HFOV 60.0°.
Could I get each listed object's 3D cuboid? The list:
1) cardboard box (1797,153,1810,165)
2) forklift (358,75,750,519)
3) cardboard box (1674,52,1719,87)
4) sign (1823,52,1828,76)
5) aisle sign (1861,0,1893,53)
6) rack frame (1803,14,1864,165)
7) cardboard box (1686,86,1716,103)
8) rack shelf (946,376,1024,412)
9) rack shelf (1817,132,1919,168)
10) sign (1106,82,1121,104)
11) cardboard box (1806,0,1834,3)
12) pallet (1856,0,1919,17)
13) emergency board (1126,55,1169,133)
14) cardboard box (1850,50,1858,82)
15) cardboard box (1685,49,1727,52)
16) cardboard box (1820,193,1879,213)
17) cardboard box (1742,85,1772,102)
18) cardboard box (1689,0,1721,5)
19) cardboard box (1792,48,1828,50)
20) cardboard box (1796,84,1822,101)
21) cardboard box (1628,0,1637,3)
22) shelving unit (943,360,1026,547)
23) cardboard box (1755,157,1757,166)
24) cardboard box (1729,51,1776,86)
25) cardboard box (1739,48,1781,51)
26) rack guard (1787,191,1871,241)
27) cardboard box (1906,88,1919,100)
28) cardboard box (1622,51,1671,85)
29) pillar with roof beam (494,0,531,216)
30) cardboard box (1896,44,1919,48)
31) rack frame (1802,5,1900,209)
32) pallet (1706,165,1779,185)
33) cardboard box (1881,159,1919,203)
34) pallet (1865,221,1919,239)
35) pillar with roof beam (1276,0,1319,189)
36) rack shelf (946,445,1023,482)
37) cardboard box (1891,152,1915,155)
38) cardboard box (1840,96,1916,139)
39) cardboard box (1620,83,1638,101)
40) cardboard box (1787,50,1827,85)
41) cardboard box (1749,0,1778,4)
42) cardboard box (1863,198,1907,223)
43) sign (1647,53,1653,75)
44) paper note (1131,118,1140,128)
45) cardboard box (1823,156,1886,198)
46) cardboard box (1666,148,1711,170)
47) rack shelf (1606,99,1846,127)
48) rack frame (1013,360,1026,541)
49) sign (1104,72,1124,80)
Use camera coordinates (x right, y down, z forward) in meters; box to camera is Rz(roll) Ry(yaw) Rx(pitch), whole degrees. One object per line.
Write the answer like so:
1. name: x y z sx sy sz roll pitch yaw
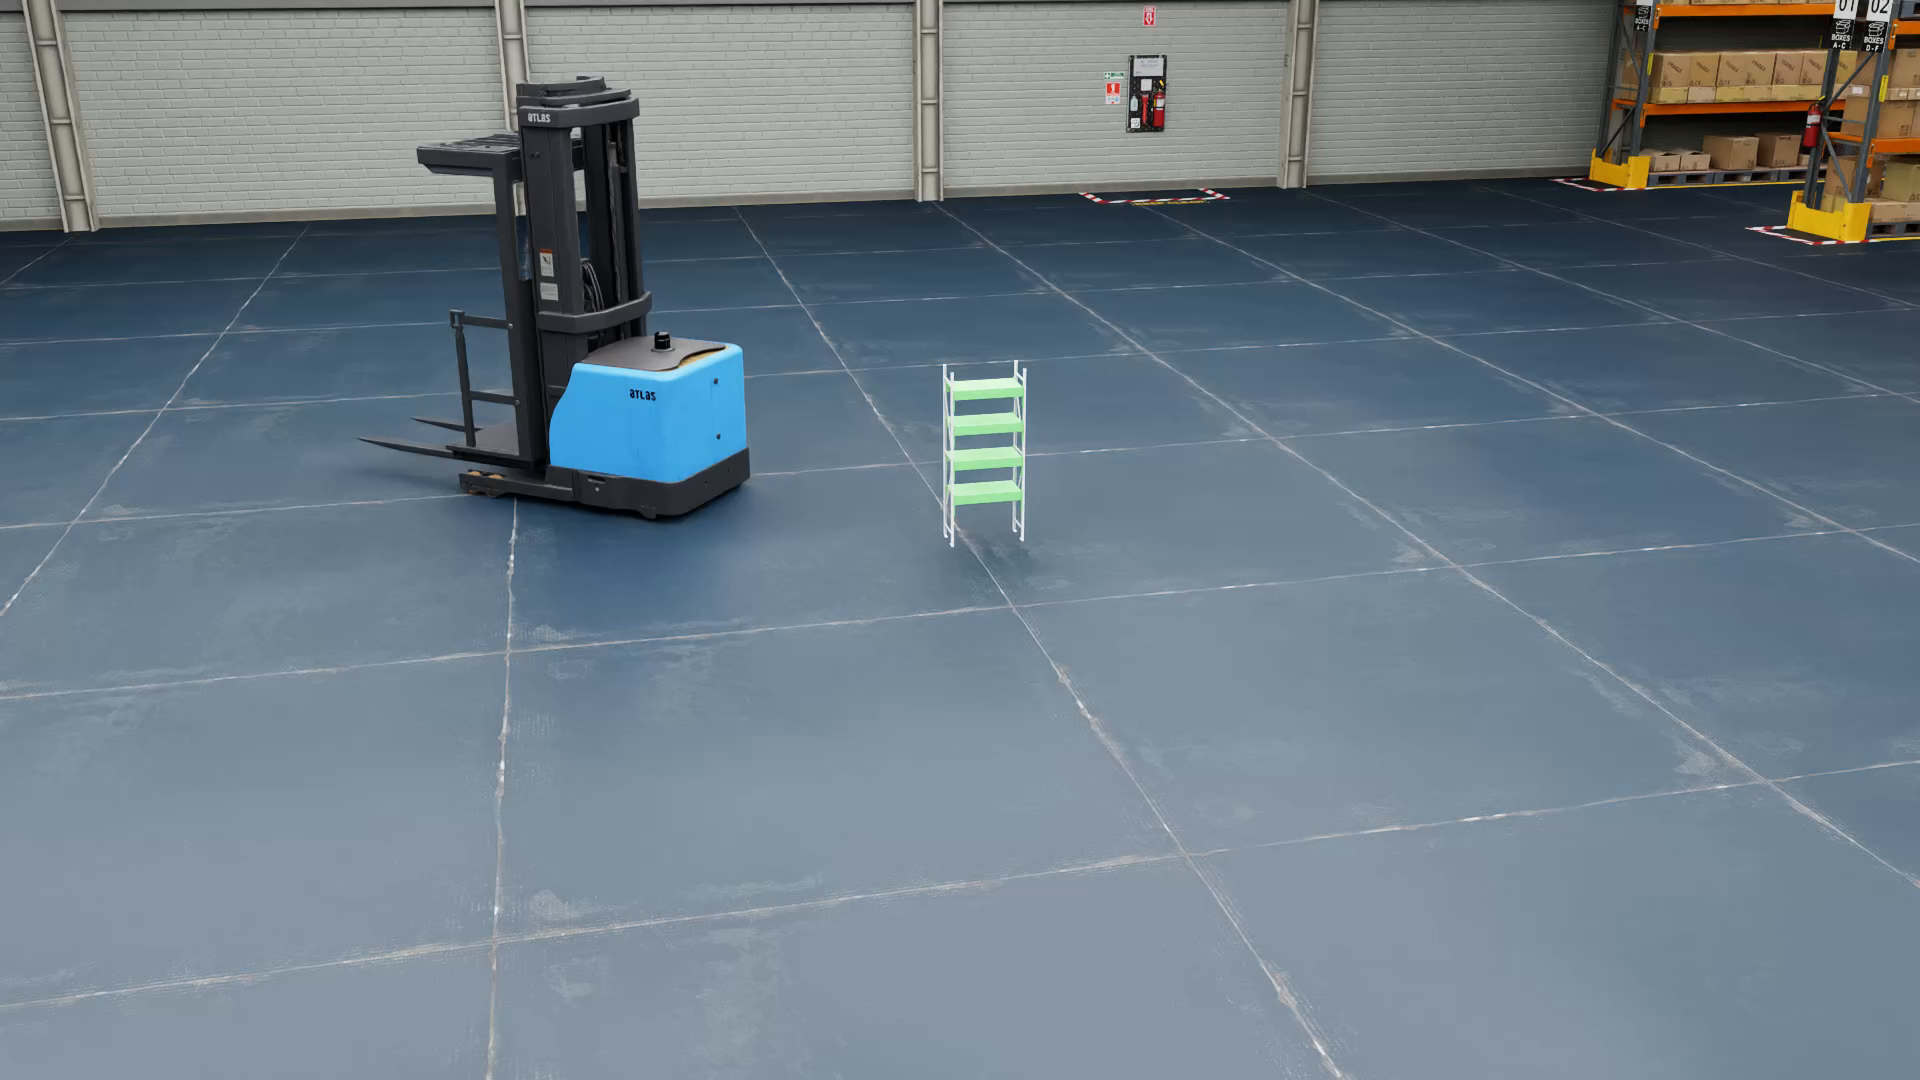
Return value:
1. cardboard box: 14.094 -6.400 27.904 0.250 0.166 0.380 -7 21 -20
2. forklift: -3.123 -1.843 12.085 3.031 2.935 1.130 9 22 23
3. cardboard box: 11.732 -7.523 26.590 0.500 0.500 0.500 -5 21 -12
4. sign: 11.747 -6.439 22.504 0.005 0.325 0.100 -5 21 -12
5. aisle sign: 11.865 -6.714 21.504 0.004 0.787 0.394 -5 21 -12
6. rack frame: 14.608 -7.576 27.635 0.127 3.000 1.000 -5 21 -12
7. cardboard box: 11.765 -7.177 26.734 0.500 0.250 0.500 -5 21 -14
8. rack shelf: 0.161 -0.967 11.001 0.480 0.148 0.258 -5 21 -12
9. rack shelf: 13.805 -5.422 22.801 4.000 0.370 1.077 -5 21 -12
10. sign: 2.383 -6.954 25.886 0.234 0.329 0.001 -5 21 -12
11. cardboard box: 13.678 -8.882 26.666 0.500 0.500 0.500 -6 21 -17
12. pallet: 12.552 -7.016 21.874 1.213 0.211 1.003 -5 21 -12
13. emergency board: 2.944 -6.947 25.917 0.643 1.169 0.194 -5 21 -12
14. cardboard box: 15.111 -7.858 27.621 0.500 0.500 0.700 -5 21 -12
15. cardboard box: 12.119 -7.738 27.176 0.500 0.500 0.500 -5 21 -14
16. cardboard box: 12.312 -4.649 23.032 0.500 0.250 0.500 -5 21 -12
17. cardboard box: 12.754 -7.254 26.946 0.500 0.250 0.500 -4 21 -12
18. cardboard box: 11.629 -8.697 26.162 0.500 0.500 0.500 -3 20 -9
19. cardboard box: 14.102 -7.900 27.618 0.500 0.500 0.500 -5 21 -14
20. cardboard box: 13.730 -7.339 27.178 0.500 0.250 0.500 -5 21 -12
21. cardboard box: 11.063 -8.842 26.556 0.500 0.500 0.500 -3 20 -9
22. shelving unit: 0.161 -0.576 11.144 0.503 1.200 0.258 -5 21 -12
23. cardboard box: 13.046 -6.324 27.723 0.250 0.149 0.380 -6 21 -17
24. cardboard box: 12.736 -7.607 26.819 0.500 0.500 0.500 -4 20 -11
25. cardboard box: 13.112 -7.822 27.407 0.500 0.500 0.500 -4 21 -11
26. rack guard: 11.835 -4.426 22.670 0.348 0.500 1.175 -5 21 -12
27. cardboard box: 12.546 -5.934 22.064 0.250 0.149 0.380 -5 21 -14
28. cardboard box: 11.125 -7.659 26.960 0.500 0.500 0.500 -5 21 -13
29. pillar with roof beam: -5.329 -7.556 18.858 0.400 9.000 9.100 -5 21 -12
30. cardboard box: 12.878 -6.338 22.224 0.500 0.500 0.700 -5 21 -14
31. rack frame: 11.858 -5.601 22.245 0.127 3.000 1.000 -5 21 -12
32. pallet: 12.773 -6.104 27.671 1.213 0.211 1.003 -5 21 -12
33. cardboard box: 12.918 -4.868 22.539 0.500 0.500 0.500 -5 21 -12
34. pallet: 12.593 -4.367 22.928 1.213 0.211 1.003 -5 21 -12
35. pillar with roof beam: 6.349 -8.505 21.450 0.400 9.000 9.100 -5 21 -12
36. rack shelf: 0.161 -0.516 11.166 0.480 0.148 0.258 -5 21 -12
37. cardboard box: 15.811 -6.730 28.321 0.500 0.500 0.700 -5 21 -14
38. cardboard box: 12.316 -5.681 22.317 0.500 0.500 0.700 -5 21 -12
39. cardboard box: 11.125 -7.300 27.071 0.500 0.250 0.500 -4 21 -12
40. cardboard box: 13.734 -7.685 27.031 0.500 0.500 0.500 -5 21 -13
41. cardboard box: 12.650 -8.789 26.413 0.500 0.500 0.500 -3 20 -9
42. cardboard box: 12.432 -4.476 22.558 0.500 0.250 0.500 -5 21 -12
43. sign: 10.840 -7.484 26.126 0.005 0.325 0.100 -5 21 -12
44. paper note: 2.756 -6.542 26.093 0.142 0.148 0.016 -5 21 -12
45. cardboard box: 12.312 -5.002 22.905 0.500 0.500 0.500 -5 21 -12
46. cardboard box: 11.964 -6.273 27.348 0.500 0.311 0.500 -3 20 -8
47. rack shelf: 12.661 -7.080 27.327 4.000 0.370 1.077 -5 21 -12
48. rack frame: 0.399 -0.596 11.197 0.015 1.200 0.240 -5 21 -12
49. sign: 2.389 -7.200 25.787 0.331 0.109 0.001 -5 21 -12
